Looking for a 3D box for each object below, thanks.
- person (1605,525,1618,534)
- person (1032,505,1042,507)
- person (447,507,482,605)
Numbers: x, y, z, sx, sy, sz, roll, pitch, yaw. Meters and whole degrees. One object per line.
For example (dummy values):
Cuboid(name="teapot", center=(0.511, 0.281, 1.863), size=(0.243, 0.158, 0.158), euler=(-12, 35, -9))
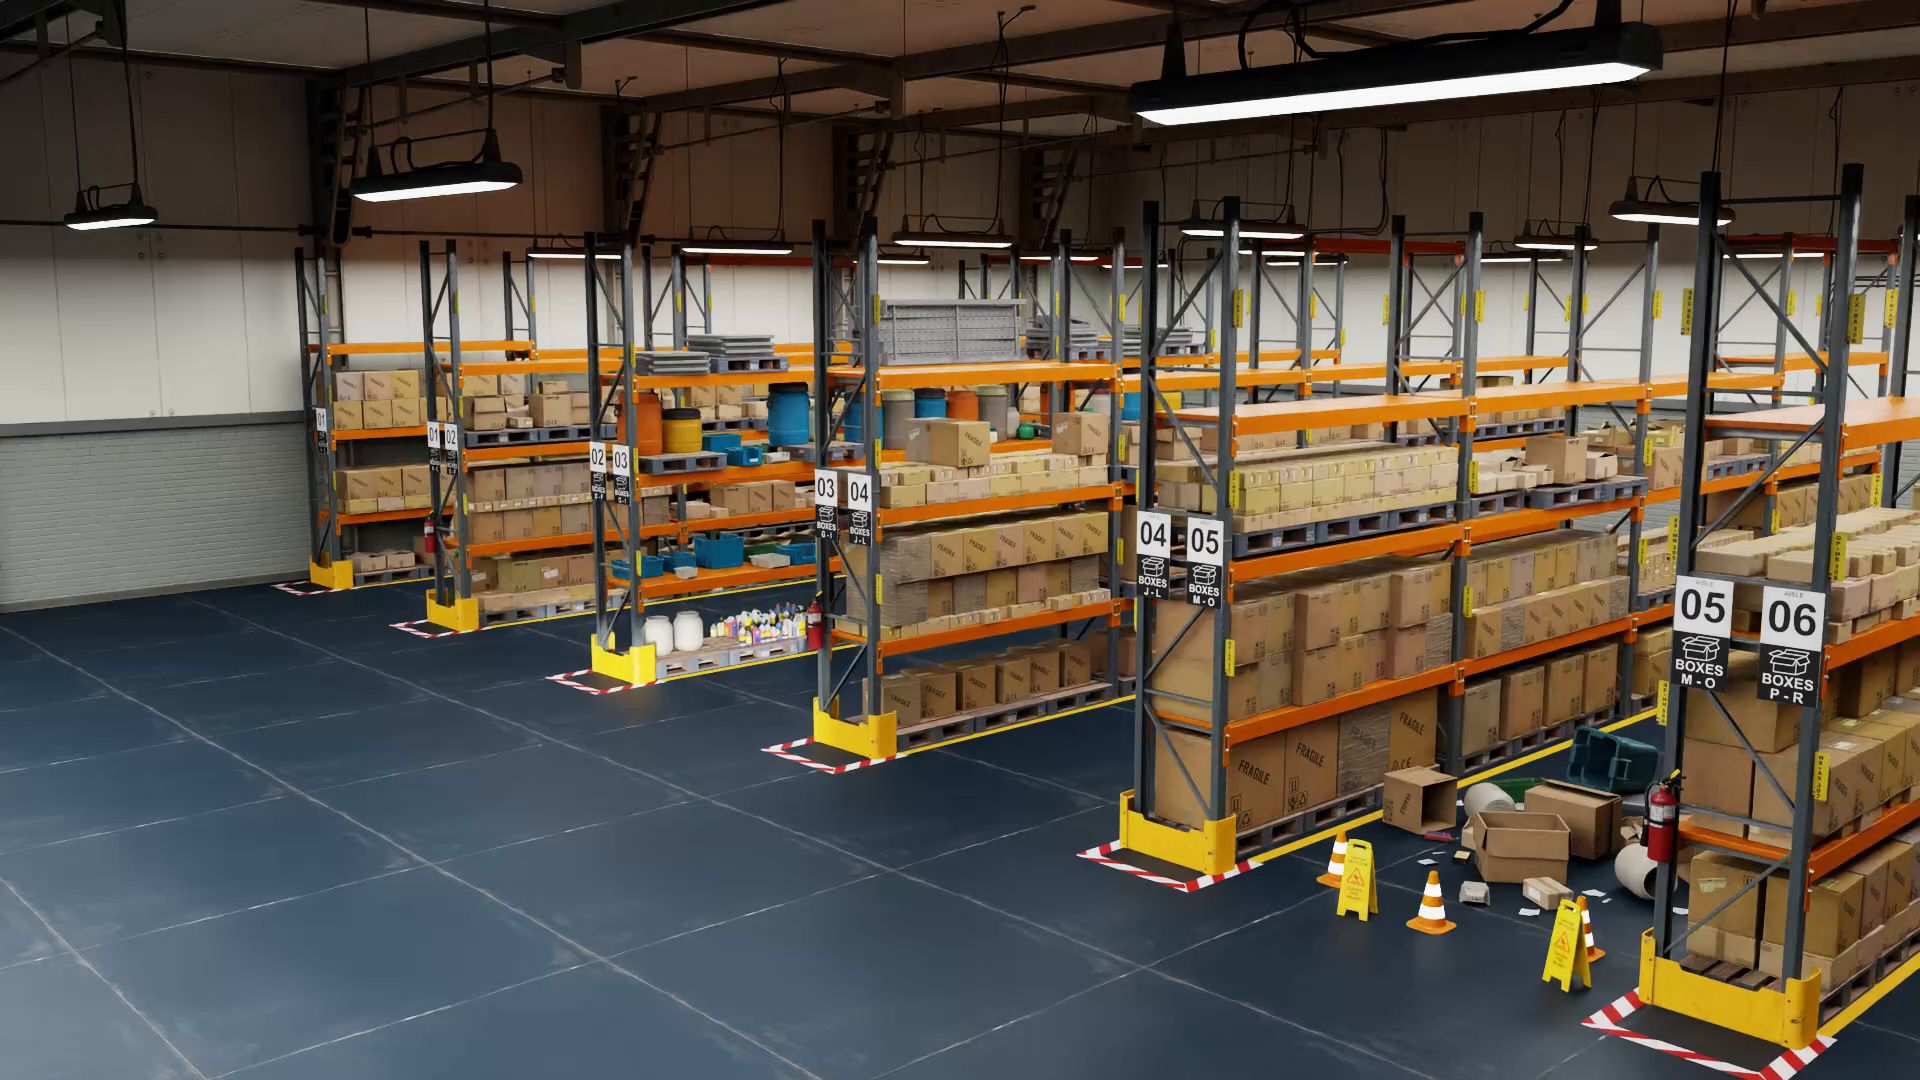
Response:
Cuboid(name="person", center=(9.696, 0.653, 24.883), size=(0.593, 1.775, 0.617), euler=(-8, 11, -42))
Cuboid(name="person", center=(1.175, 0.163, 26.540), size=(0.402, 1.800, 0.581), euler=(4, 9, 24))
Cuboid(name="person", center=(-8.417, 0.194, 27.974), size=(0.533, 1.724, 0.995), euler=(5, 10, 32))
